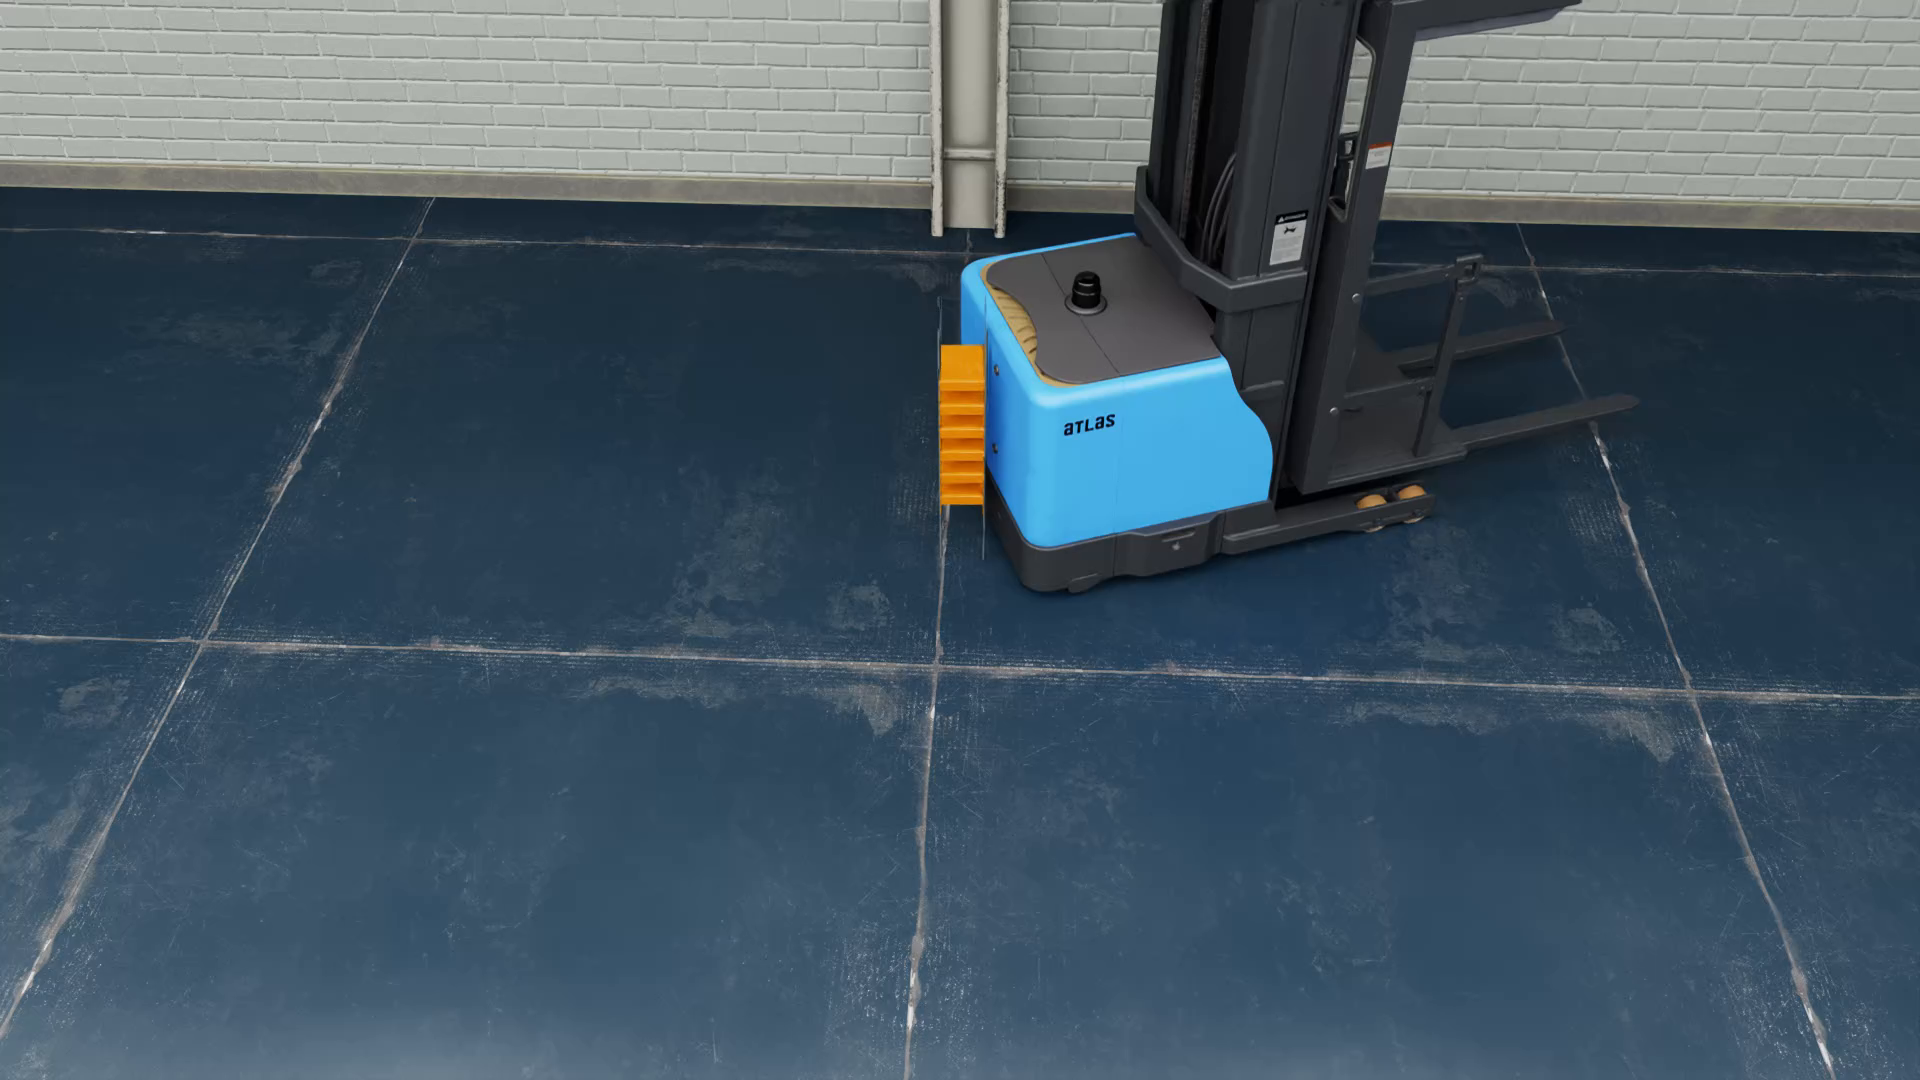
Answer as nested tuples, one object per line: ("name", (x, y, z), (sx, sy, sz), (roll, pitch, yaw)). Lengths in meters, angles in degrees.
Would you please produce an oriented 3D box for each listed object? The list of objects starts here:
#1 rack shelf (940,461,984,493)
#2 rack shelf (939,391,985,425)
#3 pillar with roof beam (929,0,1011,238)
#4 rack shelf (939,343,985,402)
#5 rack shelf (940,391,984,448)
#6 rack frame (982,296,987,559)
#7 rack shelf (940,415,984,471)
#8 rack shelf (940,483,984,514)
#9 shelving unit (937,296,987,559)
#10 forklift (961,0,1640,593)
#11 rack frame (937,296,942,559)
("rack shelf", (0.008, -0.318, 6.951), (0.180, 0.103, 0.258), (0, 43, 0))
("rack shelf", (0.008, -0.580, 6.705), (0.180, 0.103, 0.258), (0, 43, 0))
("pillar with roof beam", (-0.141, -2.110, 2.913), (0.400, 9.000, 9.100), (2, 43, 2))
("rack shelf", (0.008, -0.668, 6.623), (0.180, 0.103, 0.258), (0, 43, 0))
("rack shelf", (0.008, -0.493, 6.787), (0.180, 0.103, 0.258), (0, 43, 0))
("rack frame", (0.099, -0.438, 6.839), (0.006, 1.200, 0.240), (0, 43, 0))
("rack shelf", (0.008, -0.405, 6.869), (0.180, 0.103, 0.258), (0, 43, 0))
("rack shelf", (0.008, -0.230, 7.034), (0.180, 0.103, 0.258), (0, 43, 0))
("shelving unit", (0.008, -0.438, 6.839), (0.189, 1.200, 0.258), (0, 43, 0))
("forklift", (1.566, -1.439, 6.645), (3.031, 2.935, 1.130), (-12, 44, -13))
("rack frame", (-0.084, -0.437, 6.839), (0.006, 1.200, 0.240), (0, 43, 0))
